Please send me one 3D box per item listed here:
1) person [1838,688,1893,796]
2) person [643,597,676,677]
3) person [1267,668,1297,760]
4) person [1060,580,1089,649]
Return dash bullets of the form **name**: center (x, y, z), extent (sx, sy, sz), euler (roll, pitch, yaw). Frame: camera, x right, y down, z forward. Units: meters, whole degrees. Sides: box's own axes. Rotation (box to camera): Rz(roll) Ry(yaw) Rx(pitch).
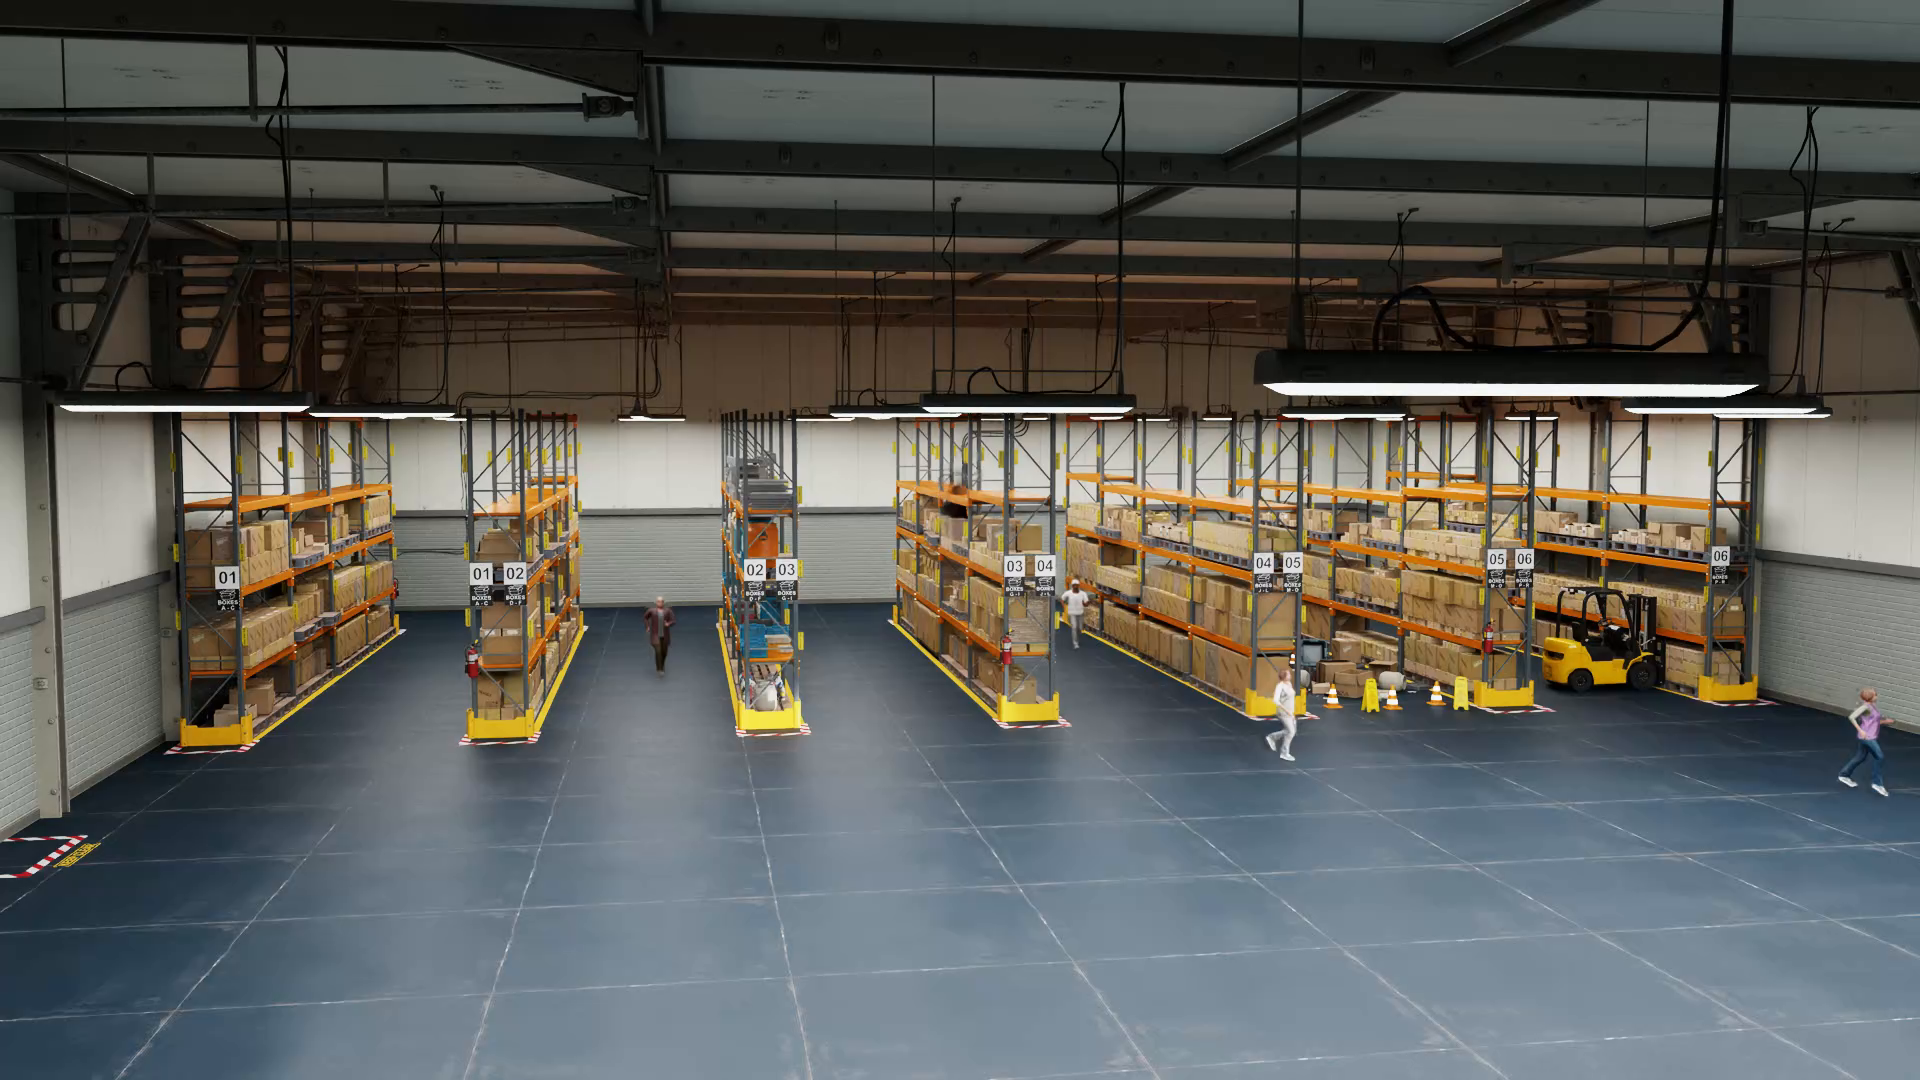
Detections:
- **person**: center (14.070, 3.163, 25.824), extent (0.737, 1.544, 0.510), euler (2, 5, 32)
- **person**: center (-6.810, 2.217, 37.815), extent (0.715, 1.676, 0.962), euler (-2, 4, -21)
- **person**: center (5.499, 2.968, 28.446), extent (0.507, 1.570, 0.536), euler (3, 5, 32)
- **person**: center (2.945, 1.878, 42.423), extent (0.711, 1.748, 0.954), euler (-1, 4, -9)
